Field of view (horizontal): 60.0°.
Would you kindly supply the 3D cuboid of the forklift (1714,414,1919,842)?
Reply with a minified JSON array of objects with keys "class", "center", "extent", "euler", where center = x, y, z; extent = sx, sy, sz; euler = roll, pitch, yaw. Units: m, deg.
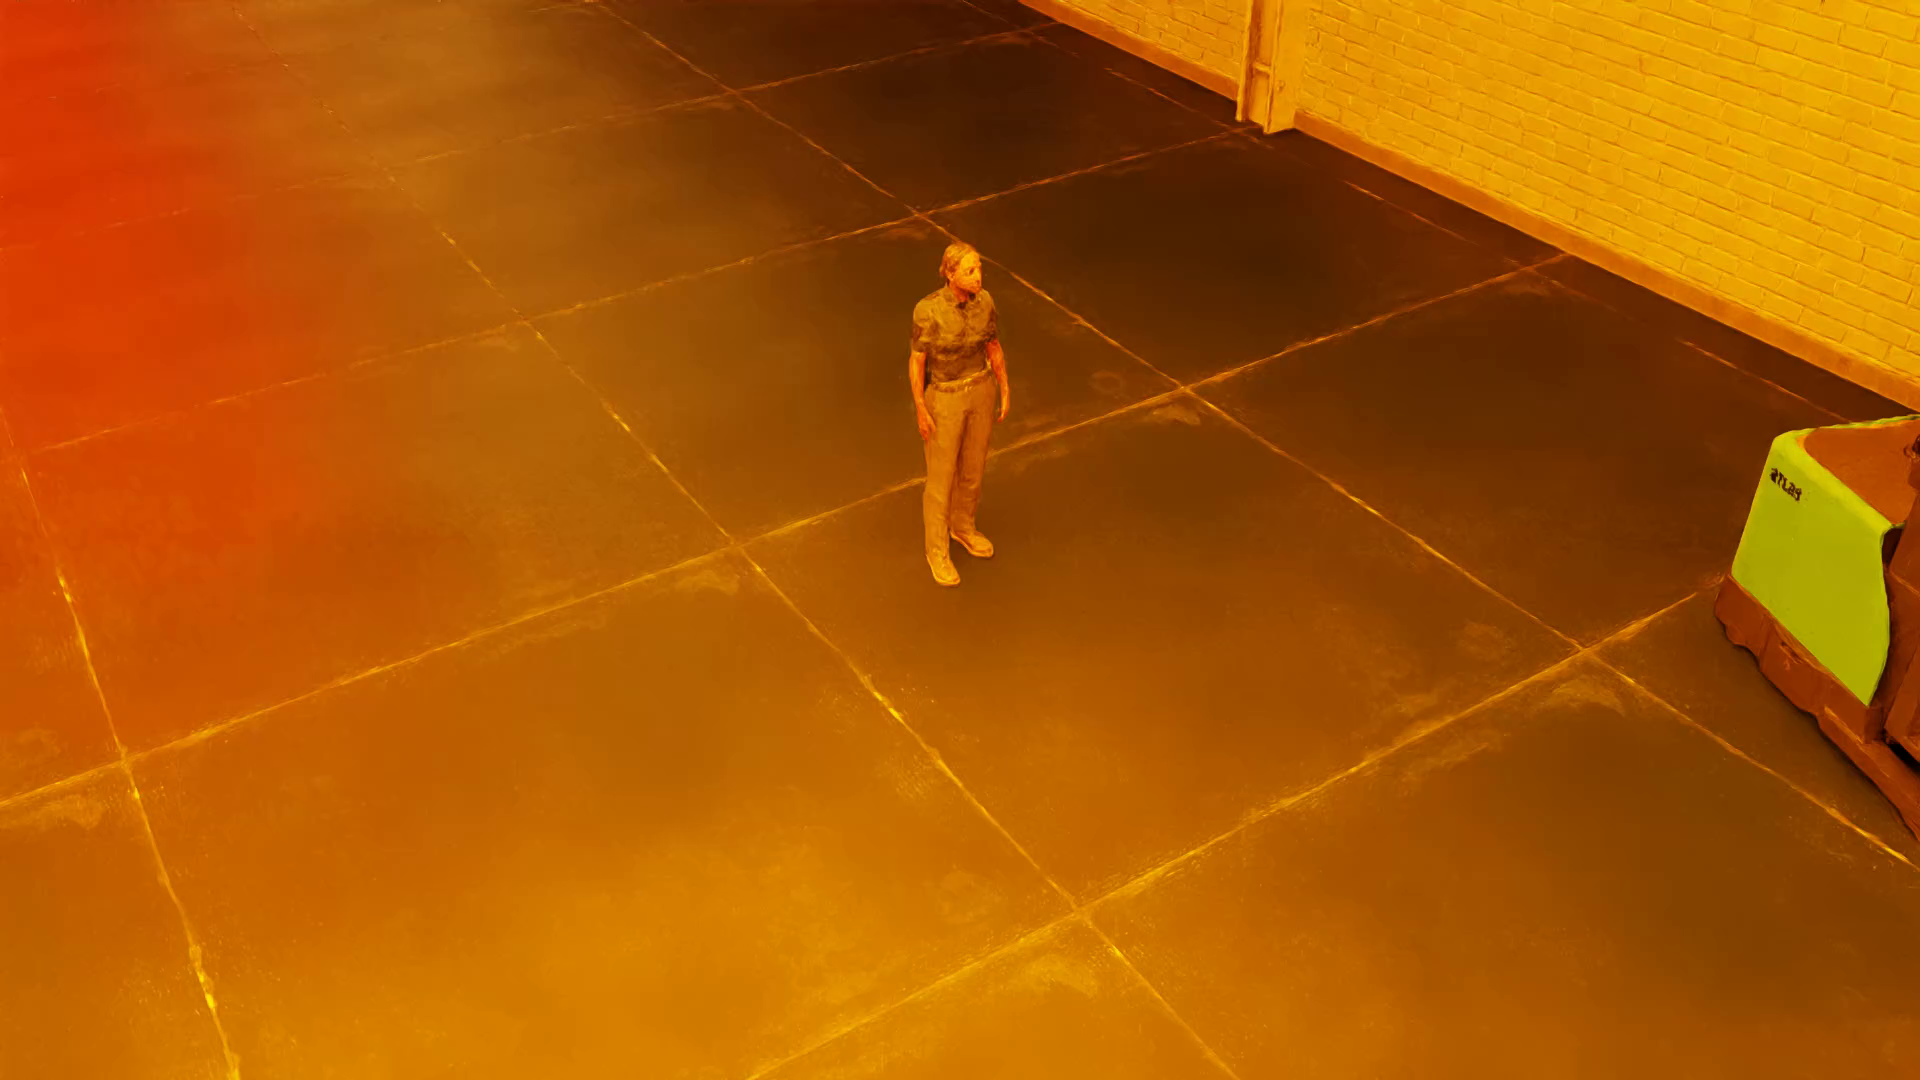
[{"class":"forklift","center":[4.492,-0.045,6.211],"extent":[1.130,2.935,3.031],"euler":[-8,36,-11]}]

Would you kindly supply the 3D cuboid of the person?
[{"class":"person","center":[0.031,-0.629,8.152],"extent":[0.570,1.642,0.503],"euler":[-21,40,-27]}]
